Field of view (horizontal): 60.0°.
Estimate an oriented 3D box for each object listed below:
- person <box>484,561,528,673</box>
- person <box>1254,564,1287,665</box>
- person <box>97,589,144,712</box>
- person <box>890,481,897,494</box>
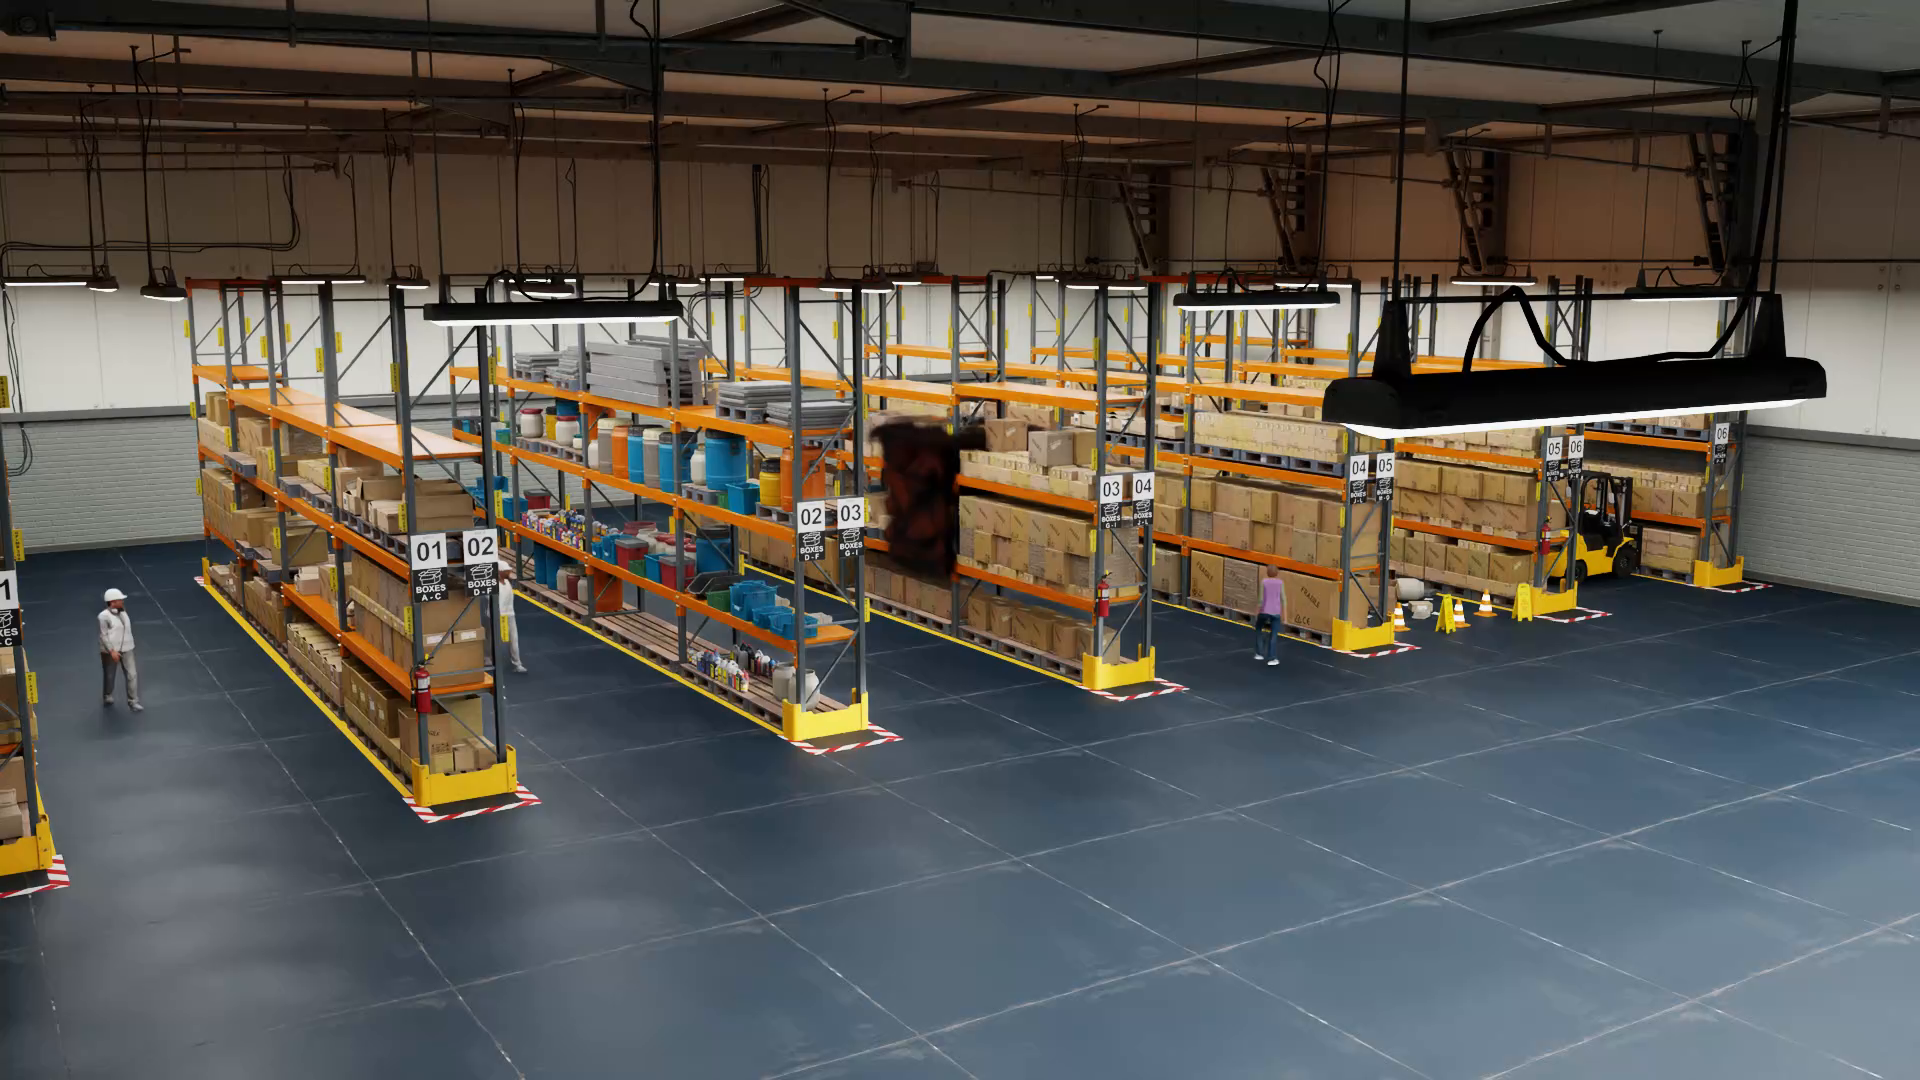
[{"bbox_3d":[-7.108,1.187,25.773,0.477,1.721,1.028,-8,13,-40],"label":"person"},{"bbox_3d":[4.906,1.174,26.217,0.493,1.599,0.355,1,10,9],"label":"person"},{"bbox_3d":[-11.939,1.557,23.555,0.469,1.737,1.006,-8,12,-39],"label":"person"},{"bbox_3d":[-1.777,-1.708,43.069,0.435,1.700,0.478,8,12,40],"label":"person"}]
